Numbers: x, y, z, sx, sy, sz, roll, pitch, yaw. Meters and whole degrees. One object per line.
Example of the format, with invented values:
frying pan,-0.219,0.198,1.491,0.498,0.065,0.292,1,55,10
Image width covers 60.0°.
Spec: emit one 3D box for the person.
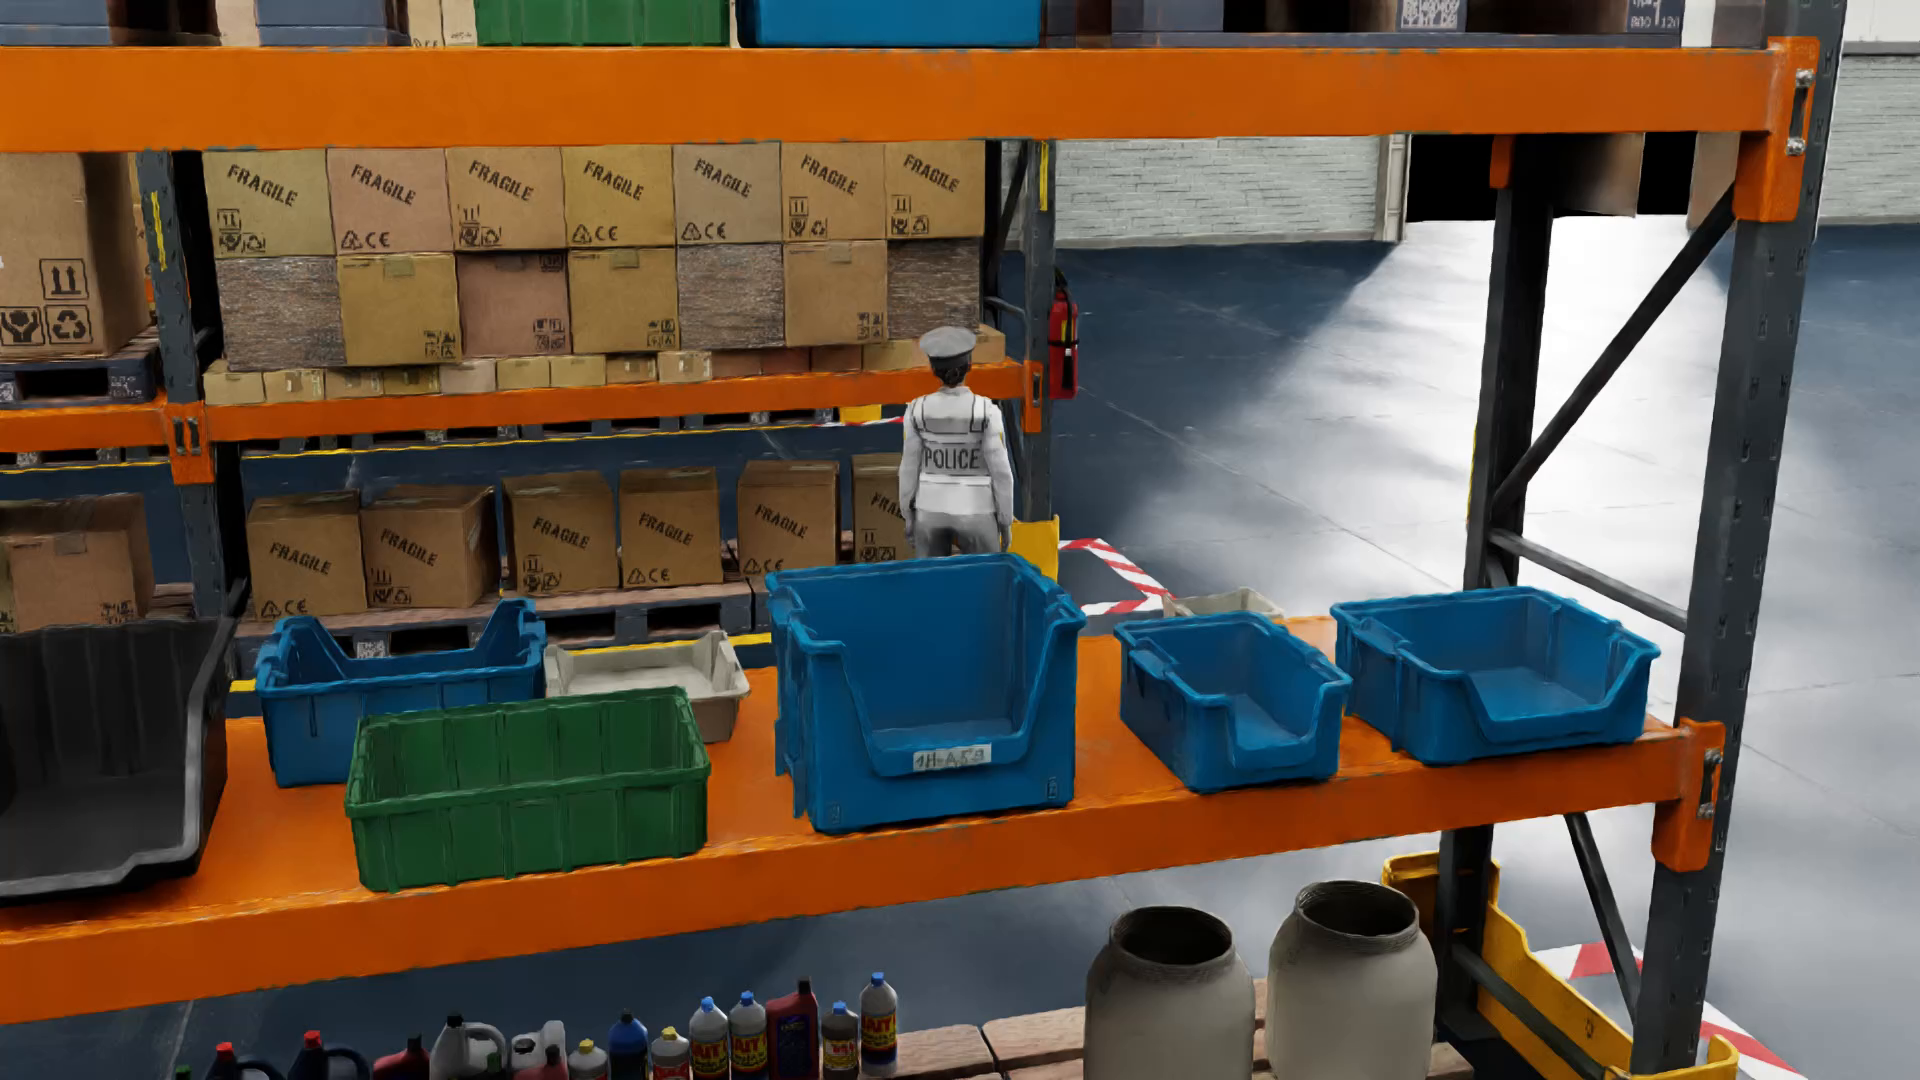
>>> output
person,0.016,-0.074,7.245,0.573,1.712,0.373,3,16,11
